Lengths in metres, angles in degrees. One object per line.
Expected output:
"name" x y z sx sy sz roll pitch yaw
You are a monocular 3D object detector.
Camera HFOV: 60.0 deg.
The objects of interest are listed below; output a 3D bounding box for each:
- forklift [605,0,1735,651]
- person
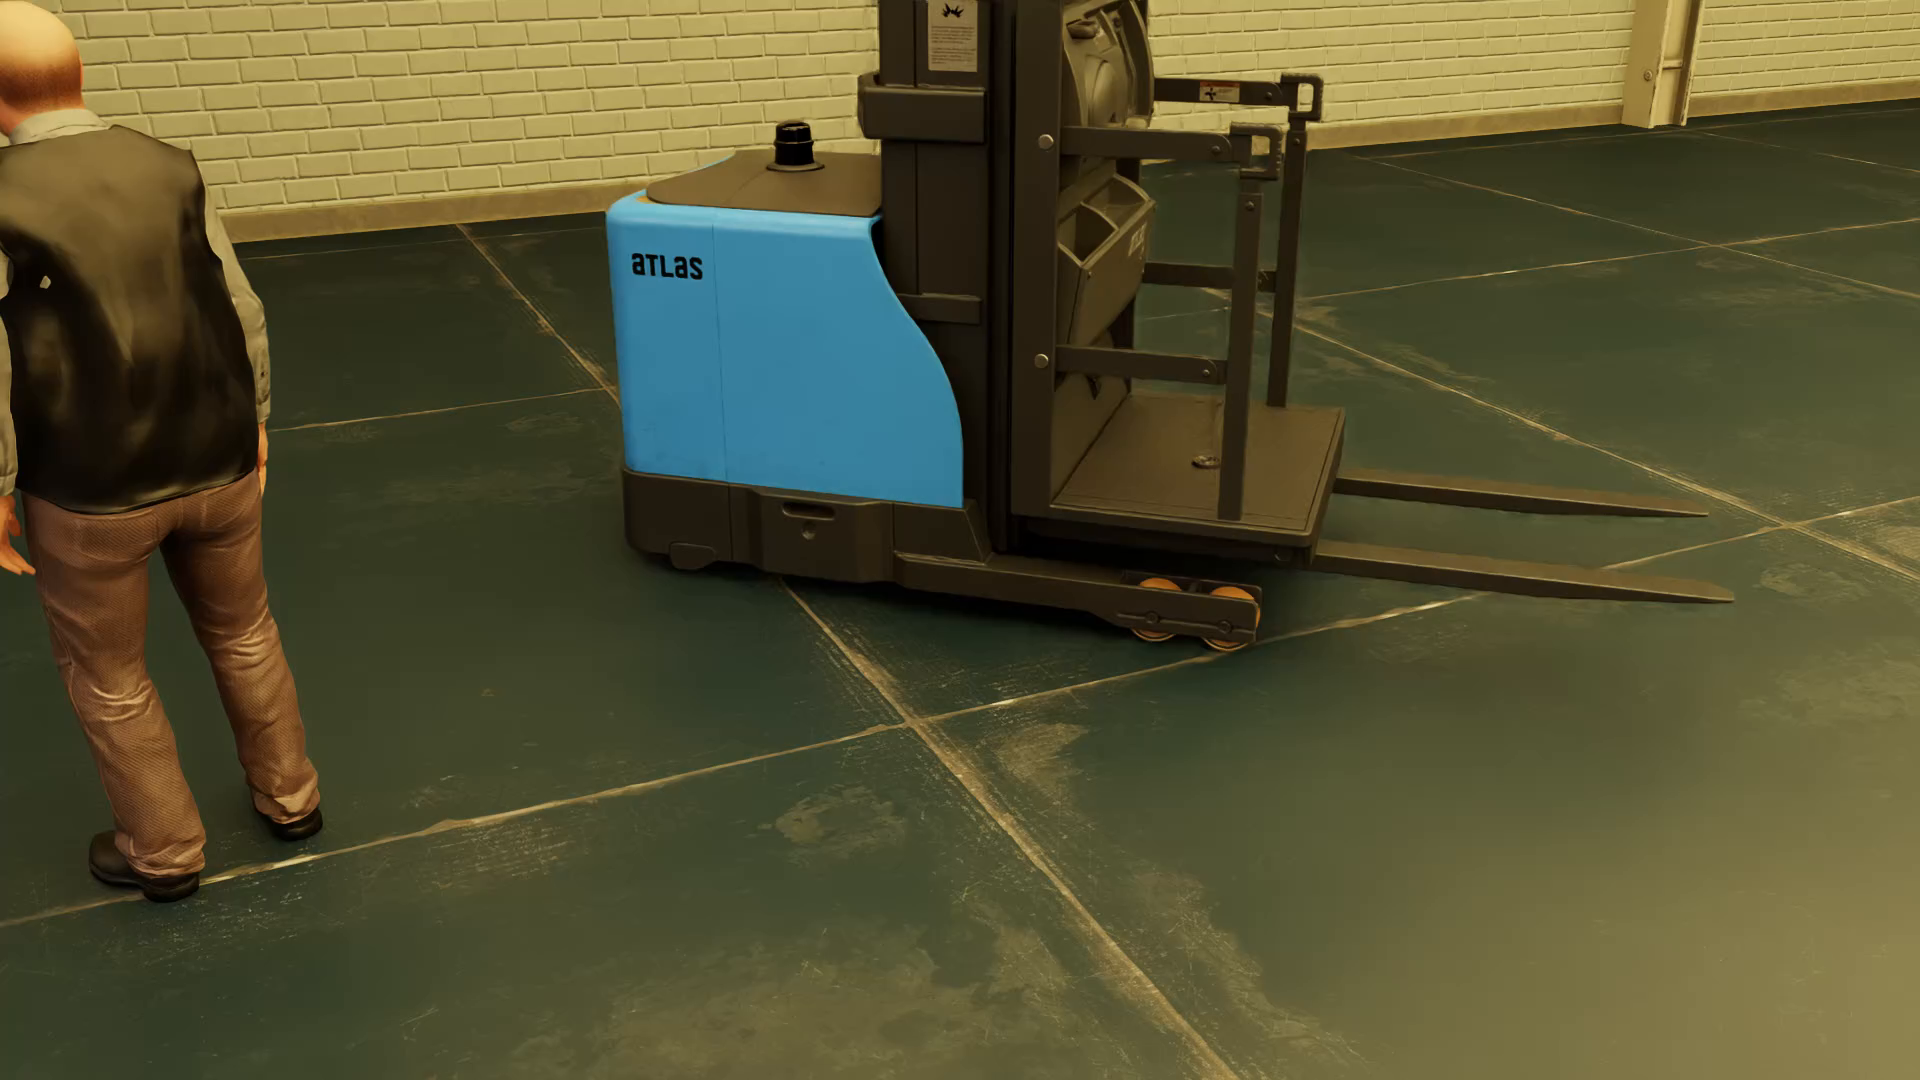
"forklift" 0.587 -1.288 4.386 3.031 2.935 1.130 7 23 16
"person" -1.564 -0.122 3.161 0.422 1.719 0.580 17 28 36
